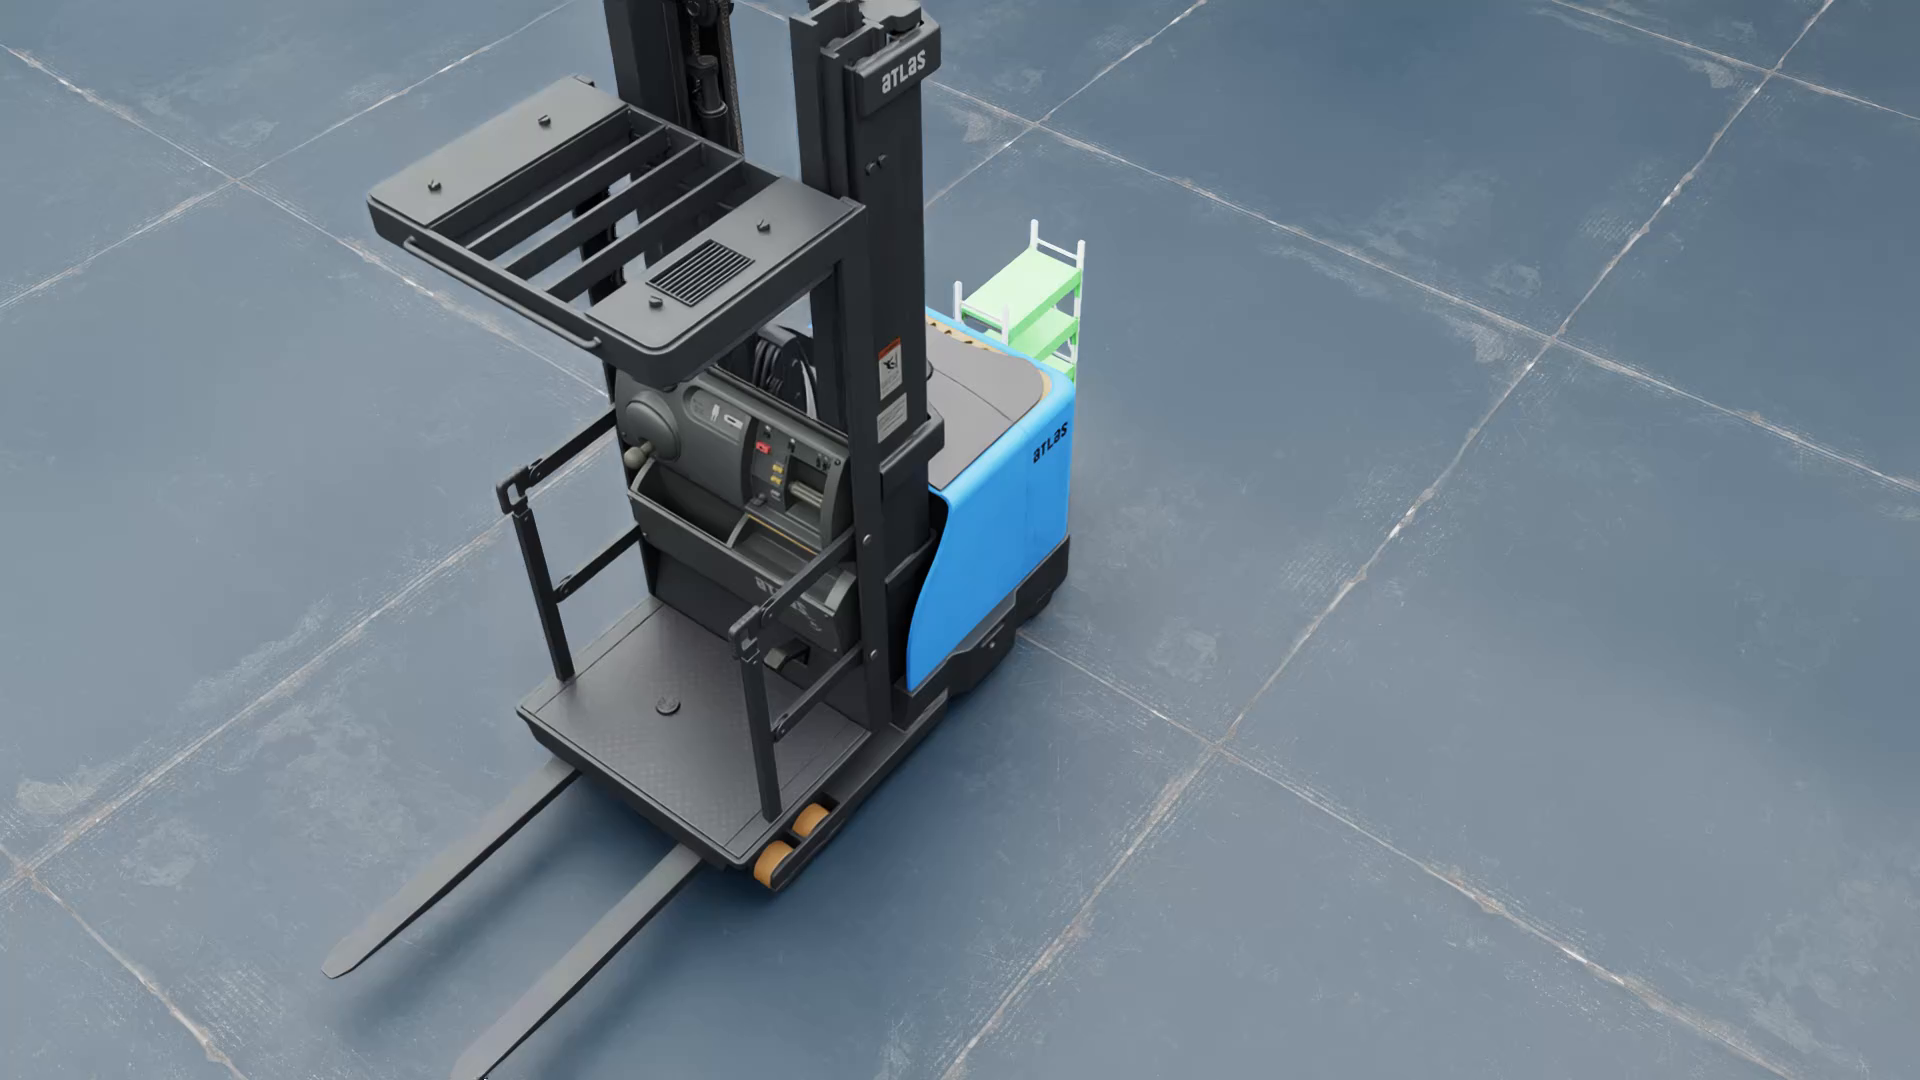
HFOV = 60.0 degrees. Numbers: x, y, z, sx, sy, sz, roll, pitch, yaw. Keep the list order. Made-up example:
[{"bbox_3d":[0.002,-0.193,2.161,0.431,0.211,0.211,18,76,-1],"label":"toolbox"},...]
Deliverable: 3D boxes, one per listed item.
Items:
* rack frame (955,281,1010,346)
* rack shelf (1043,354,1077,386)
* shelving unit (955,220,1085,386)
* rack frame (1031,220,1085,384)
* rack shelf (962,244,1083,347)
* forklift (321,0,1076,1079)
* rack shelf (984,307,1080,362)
[{"bbox_3d":[0.081,-0.490,6.553,0.240,1.200,0.015,29,53,25],"label":"rack frame"},{"bbox_3d":[0.229,-0.587,6.734,0.258,0.148,0.480,29,53,25],"label":"rack shelf"},{"bbox_3d":[0.229,-0.631,6.687,0.258,1.200,0.503,29,53,25],"label":"shelving unit"},{"bbox_3d":[0.377,-0.771,6.822,0.240,1.200,0.015,29,53,25],"label":"rack frame"},{"bbox_3d":[0.229,-0.918,6.386,0.258,0.148,0.480,29,53,25],"label":"rack shelf"},{"bbox_3d":[-0.858,-0.215,5.093,1.130,2.935,3.031,29,53,25],"label":"forklift"},{"bbox_3d":[0.229,-0.752,6.560,0.258,0.148,0.480,29,53,25],"label":"rack shelf"}]
